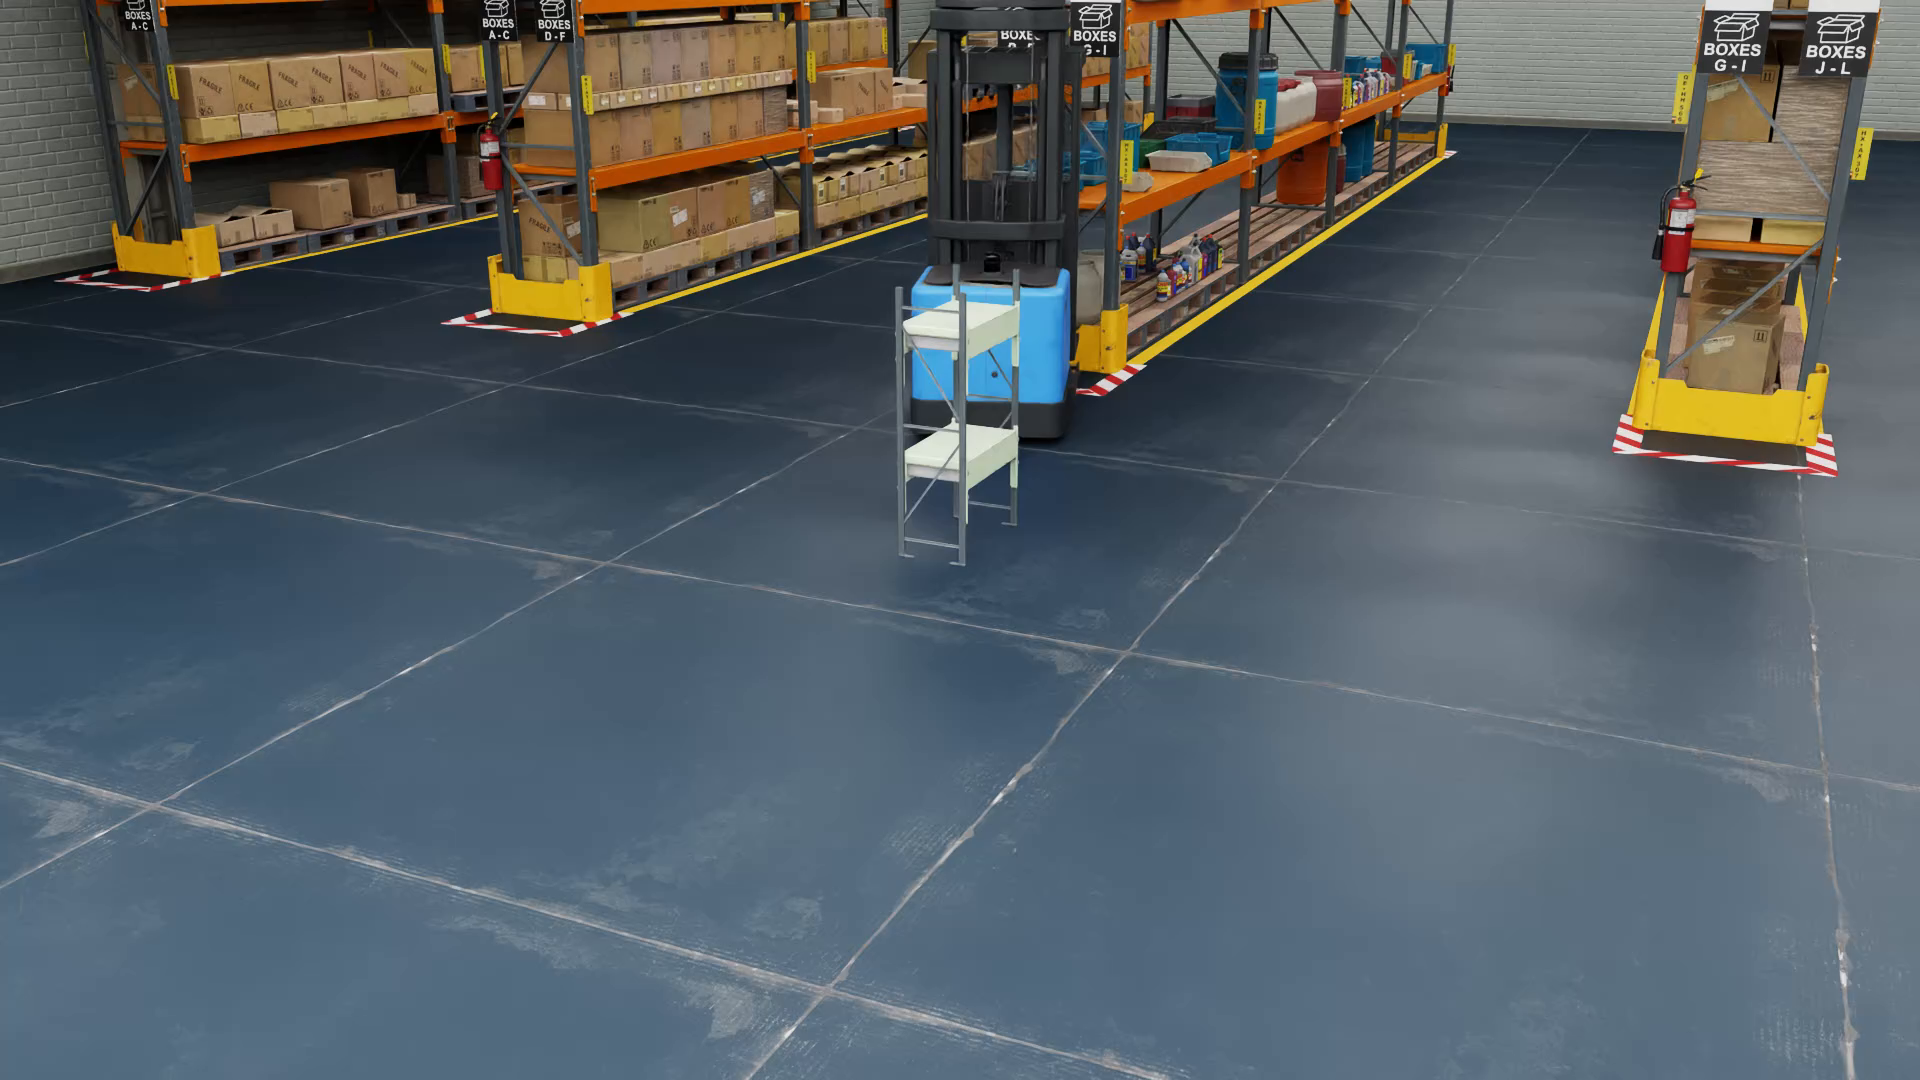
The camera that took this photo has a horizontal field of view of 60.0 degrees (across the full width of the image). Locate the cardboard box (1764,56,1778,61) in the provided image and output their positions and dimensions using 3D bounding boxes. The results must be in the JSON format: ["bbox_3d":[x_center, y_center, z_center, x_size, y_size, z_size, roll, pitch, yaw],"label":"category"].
[{"bbox_3d":[5.487,-3.162,11.798,0.500,0.500,0.500,9,21,23],"label":"cardboard box"}]

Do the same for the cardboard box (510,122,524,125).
[{"bbox_3d":[-5.737,-5.465,22.313,0.500,0.250,0.500,8,21,22],"label":"cardboard box"}]

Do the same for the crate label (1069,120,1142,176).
[{"bbox_3d":[1.276,-3.444,14.624,0.502,0.435,0.616,9,21,23],"label":"crate label"}]

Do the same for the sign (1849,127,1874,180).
[{"bbox_3d":[5.783,-2.482,10.678,0.100,0.325,0.005,9,21,23],"label":"sign"}]

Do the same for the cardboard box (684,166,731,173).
[{"bbox_3d":[-2.783,-3.734,17.850,0.500,0.500,0.500,9,21,23],"label":"cardboard box"}]

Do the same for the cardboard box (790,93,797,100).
[{"bbox_3d":[-2.648,-7.475,28.148,0.380,0.149,0.250,9,22,25],"label":"cardboard box"}]

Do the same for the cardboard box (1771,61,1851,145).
[{"bbox_3d":[5.762,-2.937,11.166,0.500,0.500,0.500,9,21,23],"label":"cardboard box"}]

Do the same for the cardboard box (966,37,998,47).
[{"bbox_3d":[0.232,-6.660,22.945,0.700,0.500,0.500,13,23,33],"label":"cardboard box"}]

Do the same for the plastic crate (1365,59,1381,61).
[{"bbox_3d":[6.381,-7.235,25.498,0.416,0.233,0.300,9,21,23],"label":"plastic crate"}]

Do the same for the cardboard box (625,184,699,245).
[{"bbox_3d":[-2.929,-3.205,16.363,0.500,0.500,0.500,9,21,23],"label":"cardboard box"}]

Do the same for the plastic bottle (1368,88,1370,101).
[{"bbox_3d":[5.288,-5.821,21.655,0.097,0.201,0.097,0,20,0],"label":"plastic bottle"}]

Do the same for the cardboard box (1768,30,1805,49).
[{"bbox_3d":[7.379,-4.075,14.929,1.000,1.000,1.000,9,21,23],"label":"cardboard box"}]

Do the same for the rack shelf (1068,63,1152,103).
[{"bbox_3d":[1.985,-7.449,27.012,1.077,0.370,4.000,9,21,23],"label":"rack shelf"}]

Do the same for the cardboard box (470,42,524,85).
[{"bbox_3d":[-5.915,-6.191,21.594,0.700,0.500,0.500,12,23,30],"label":"cardboard box"}]

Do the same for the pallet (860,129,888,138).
[{"bbox_3d":[-1.973,-7.509,30.269,1.003,0.211,1.213,9,21,23],"label":"pallet"}]

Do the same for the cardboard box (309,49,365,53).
[{"bbox_3d":[-7.229,-5.429,19.334,0.500,0.500,0.500,8,21,22],"label":"cardboard box"}]

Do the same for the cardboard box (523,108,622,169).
[{"bbox_3d":[-3.545,-3.697,15.237,0.700,0.500,0.500,9,21,23],"label":"cardboard box"}]

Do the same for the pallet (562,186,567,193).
[{"bbox_3d":[-5.314,-5.080,23.438,1.003,0.211,1.213,9,21,23],"label":"pallet"}]

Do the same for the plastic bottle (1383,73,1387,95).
[{"bbox_3d":[5.764,-6.199,22.598,0.061,0.283,0.133,9,21,23],"label":"plastic bottle"}]

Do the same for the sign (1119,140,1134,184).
[{"bbox_3d":[1.270,-2.881,12.681,0.100,0.325,0.005,9,21,23],"label":"sign"}]

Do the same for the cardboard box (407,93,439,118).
[{"bbox_3d":[-6.548,-5.162,19.702,0.500,0.250,0.500,9,21,23],"label":"cardboard box"}]

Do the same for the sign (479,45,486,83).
[{"bbox_3d":[-4.237,-4.244,14.845,0.100,0.325,0.005,9,21,23],"label":"sign"}]

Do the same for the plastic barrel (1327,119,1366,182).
[{"bbox_3d":[5.155,-5.325,22.470,0.600,0.901,0.708,9,21,23],"label":"plastic barrel"}]

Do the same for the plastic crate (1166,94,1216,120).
[{"bbox_3d":[2.327,-4.271,16.905,0.402,0.464,0.583,9,21,23],"label":"plastic crate"}]

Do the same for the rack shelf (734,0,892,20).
[{"bbox_3d":[-1.291,-6.417,19.633,1.077,0.370,4.000,9,21,23],"label":"rack shelf"}]

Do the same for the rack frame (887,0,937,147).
[{"bbox_3d":[-0.472,-5.954,21.734,1.000,3.000,0.127,9,21,23],"label":"rack frame"}]

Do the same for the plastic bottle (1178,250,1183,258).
[{"bbox_3d":[2.092,-2.590,15.673,0.061,0.283,0.133,9,21,23],"label":"plastic bottle"}]

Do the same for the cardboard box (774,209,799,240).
[{"bbox_3d":[-2.101,-3.462,18.204,0.500,0.250,0.500,9,21,23],"label":"cardboard box"}]

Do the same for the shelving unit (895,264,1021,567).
[{"bbox_3d":[-0.003,-0.705,9.212,0.431,1.500,0.755,9,21,23],"label":"shelving unit"}]

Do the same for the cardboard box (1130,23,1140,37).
[{"bbox_3d":[2.666,-8.590,27.503,0.500,0.500,0.500,9,22,24],"label":"cardboard box"}]

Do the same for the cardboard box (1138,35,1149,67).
[{"bbox_3d":[2.869,-8.273,28.104,0.500,0.500,0.500,9,22,24],"label":"cardboard box"}]

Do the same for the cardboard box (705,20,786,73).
[{"bbox_3d":[-2.286,-5.253,17.678,0.700,0.500,0.500,9,21,23],"label":"cardboard box"}]

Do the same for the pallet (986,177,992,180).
[{"bbox_3d":[-0.132,-4.863,22.829,1.003,0.211,1.213,9,21,23],"label":"pallet"}]

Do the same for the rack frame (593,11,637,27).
[{"bbox_3d":[-4.993,-6.633,23.642,1.000,3.000,0.127,9,21,23],"label":"rack frame"}]

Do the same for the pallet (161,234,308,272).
[{"bbox_3d":[-7.873,-3.140,17.983,1.003,0.211,1.213,9,21,23],"label":"pallet"}]

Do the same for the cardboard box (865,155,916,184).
[{"bbox_3d":[-0.878,-4.613,20.603,0.500,0.311,0.500,8,21,22],"label":"cardboard box"}]

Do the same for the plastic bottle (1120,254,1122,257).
[{"bbox_3d":[1.447,-2.632,15.690,0.144,0.351,0.185,8,21,22],"label":"plastic bottle"}]

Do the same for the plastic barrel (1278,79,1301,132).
[{"bbox_3d":[3.477,-4.733,18.099,0.433,0.535,0.433,0,20,0],"label":"plastic barrel"}]

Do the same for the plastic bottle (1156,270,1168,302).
[{"bbox_3d":[1.796,-2.261,14.765,0.097,0.271,0.097,0,20,0],"label":"plastic bottle"}]

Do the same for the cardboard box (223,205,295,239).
[{"bbox_3d":[-7.670,-3.501,18.193,0.500,0.311,0.500,11,22,27],"label":"cardboard box"}]

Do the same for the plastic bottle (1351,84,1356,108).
[{"bbox_3d":[4.898,-5.553,20.780,0.061,0.283,0.133,9,21,23],"label":"plastic bottle"}]

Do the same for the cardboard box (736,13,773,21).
[{"bbox_3d":[-3.313,-8.228,26.385,0.500,0.250,0.500,9,22,24],"label":"cardboard box"}]

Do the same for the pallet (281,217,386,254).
[{"bbox_3d":[-7.372,-3.512,19.028,1.003,0.211,1.213,9,21,23],"label":"pallet"}]

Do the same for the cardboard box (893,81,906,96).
[{"bbox_3d":[-1.015,-5.665,21.055,0.500,0.311,0.500,8,21,22],"label":"cardboard box"}]

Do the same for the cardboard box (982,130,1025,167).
[{"bbox_3d":[0.603,-5.557,23.692,0.500,0.500,0.500,8,21,21],"label":"cardboard box"}]

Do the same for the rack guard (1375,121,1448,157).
[{"bbox_3d":[7.319,-6.550,27.141,1.175,0.500,0.348,9,21,23],"label":"rack guard"}]

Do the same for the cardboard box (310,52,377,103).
[{"bbox_3d":[-6.958,-5.209,18.715,0.500,0.500,0.500,8,21,21],"label":"cardboard box"}]

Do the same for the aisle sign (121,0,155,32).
[{"bbox_3d":[-8.025,-5.349,16.153,0.394,0.787,0.004,9,21,23],"label":"aisle sign"}]

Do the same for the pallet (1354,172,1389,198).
[{"bbox_3d":[5.329,-4.952,23.078,1.003,0.211,1.213,9,21,23],"label":"pallet"}]

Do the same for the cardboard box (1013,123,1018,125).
[{"bbox_3d":[0.537,-5.927,24.733,0.500,0.500,0.500,9,21,23],"label":"cardboard box"}]

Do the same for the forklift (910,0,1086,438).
[{"bbox_3d":[0.338,-2.516,12.170,1.130,2.935,3.031,2,20,6],"label":"forklift"}]

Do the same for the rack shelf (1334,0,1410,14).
[{"bbox_3d":[4.864,-6.959,21.157,1.077,0.370,4.000,9,21,23],"label":"rack shelf"}]

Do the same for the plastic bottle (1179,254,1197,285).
[{"bbox_3d":[2.126,-2.532,15.519,0.152,0.276,0.135,9,21,24],"label":"plastic bottle"}]

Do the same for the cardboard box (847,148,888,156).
[{"bbox_3d":[-1.162,-4.839,21.239,0.500,0.311,0.500,8,21,21],"label":"cardboard box"}]

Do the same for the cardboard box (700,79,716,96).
[{"bbox_3d":[-2.653,-4.502,16.534,0.380,0.149,0.250,9,22,24],"label":"cardboard box"}]
